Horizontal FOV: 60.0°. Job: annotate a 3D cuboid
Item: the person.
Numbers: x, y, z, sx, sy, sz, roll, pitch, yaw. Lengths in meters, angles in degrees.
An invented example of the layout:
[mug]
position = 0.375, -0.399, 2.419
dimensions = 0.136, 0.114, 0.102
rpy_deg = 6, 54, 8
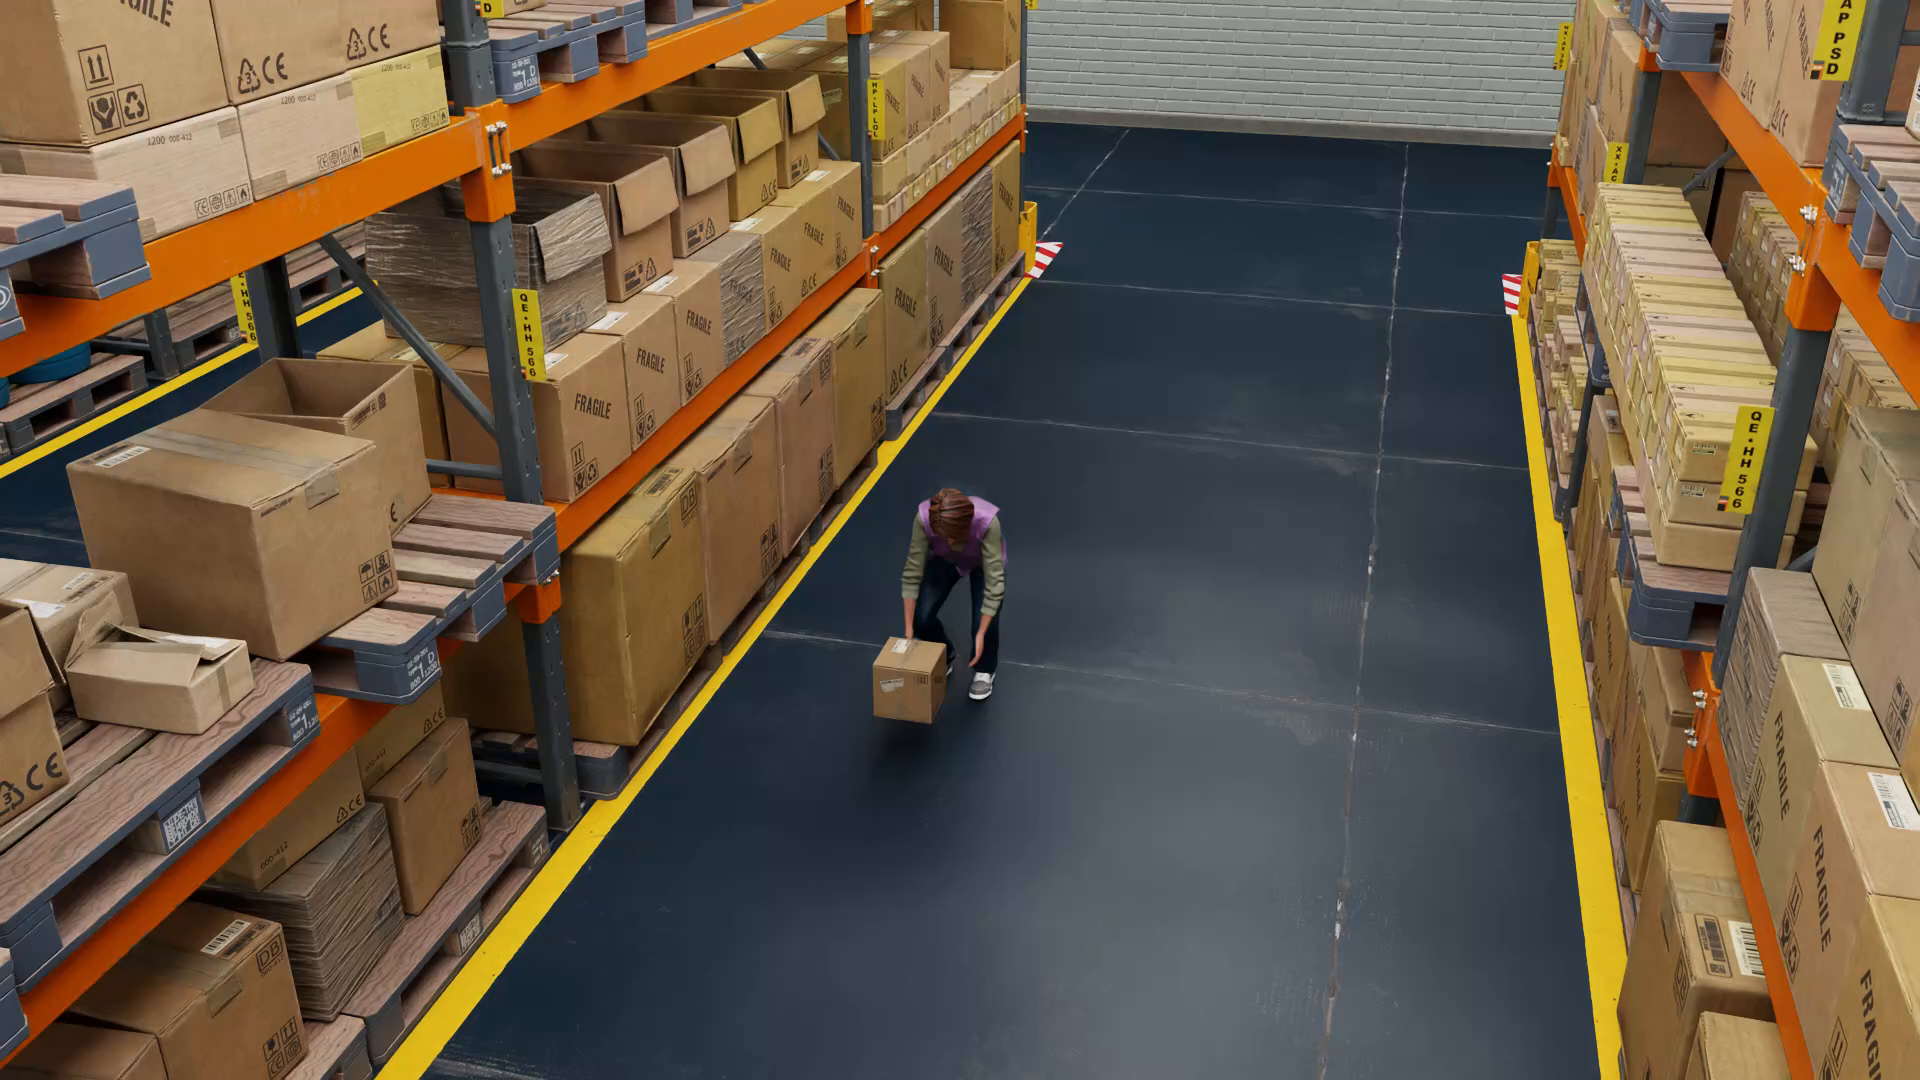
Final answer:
[person]
position = 0.013, 0.198, 7.292
dimensions = 0.461, 1.096, 0.739
rpy_deg = 7, 27, 15
